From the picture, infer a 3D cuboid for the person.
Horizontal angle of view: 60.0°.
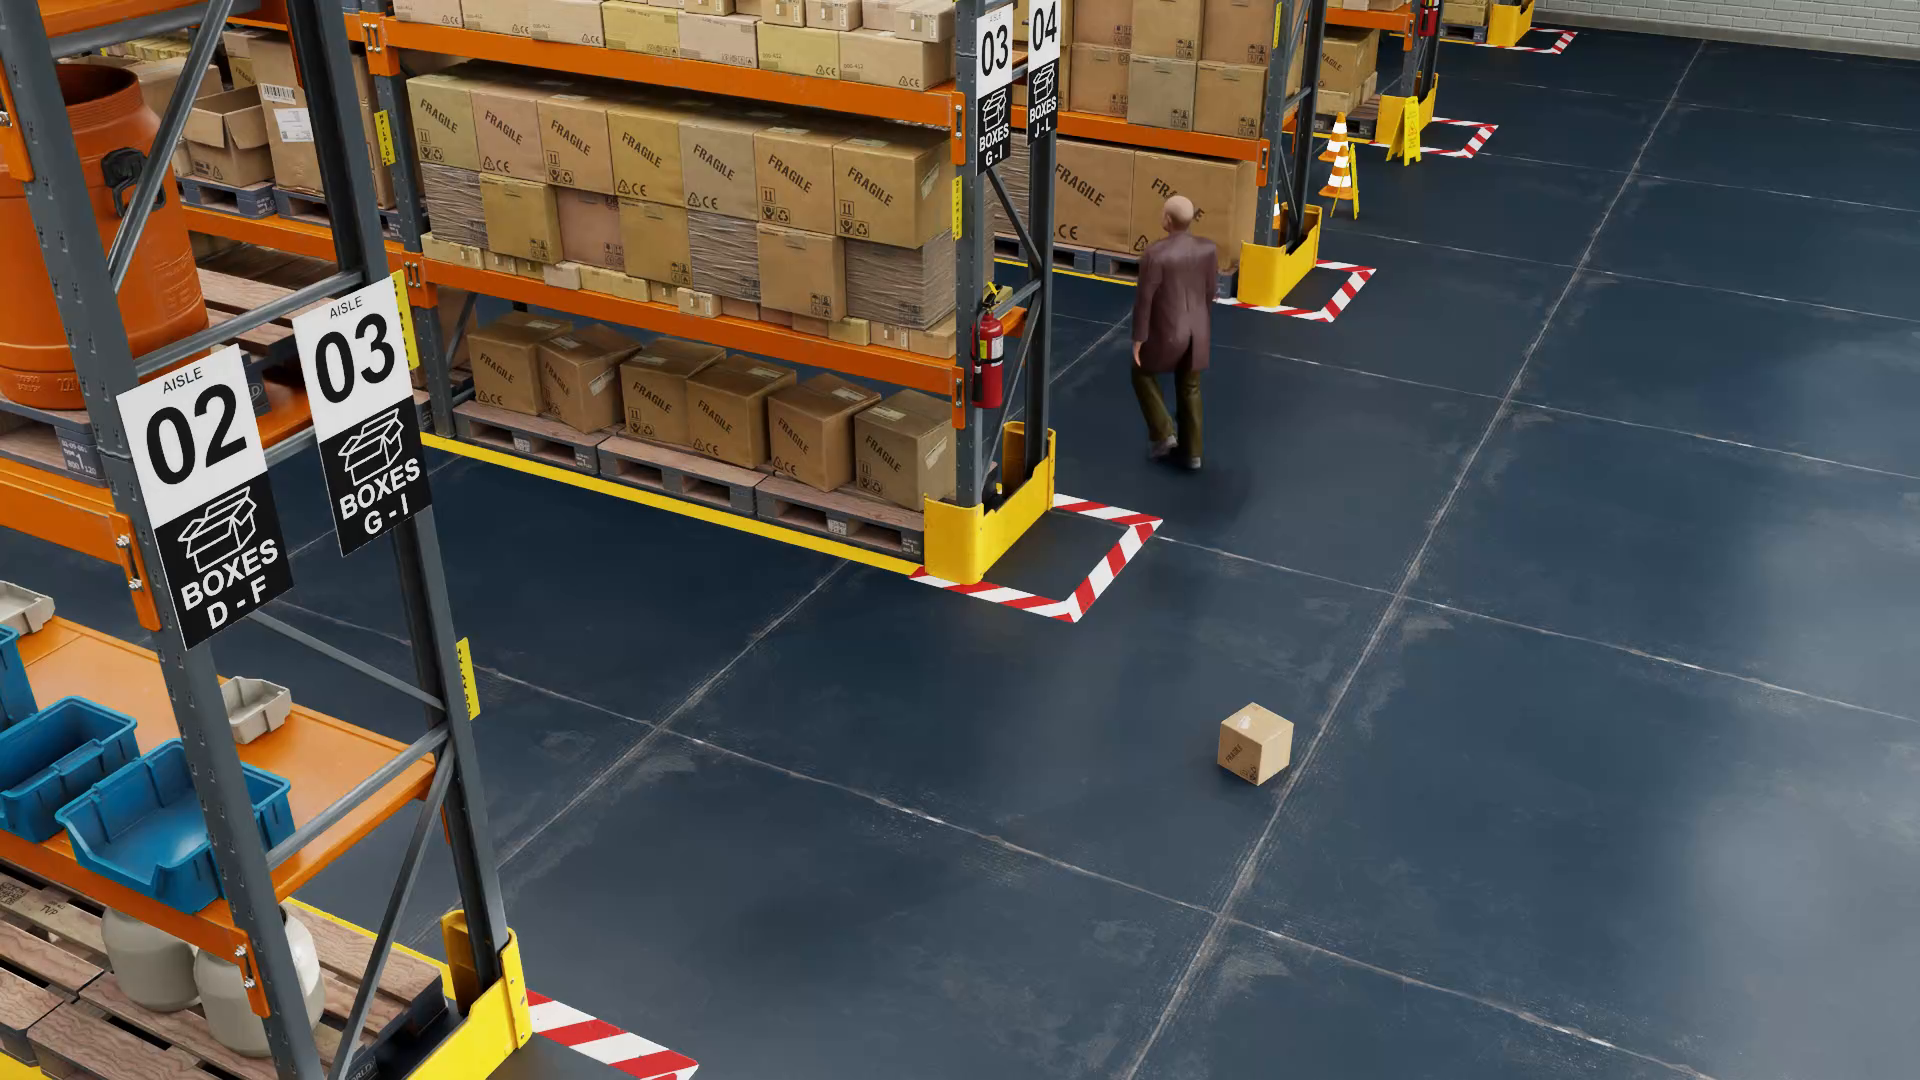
[{"bbox_3d":[1.341,-1.302,10.626,0.630,1.807,0.543,-12,32,-19],"label":"person"}]
